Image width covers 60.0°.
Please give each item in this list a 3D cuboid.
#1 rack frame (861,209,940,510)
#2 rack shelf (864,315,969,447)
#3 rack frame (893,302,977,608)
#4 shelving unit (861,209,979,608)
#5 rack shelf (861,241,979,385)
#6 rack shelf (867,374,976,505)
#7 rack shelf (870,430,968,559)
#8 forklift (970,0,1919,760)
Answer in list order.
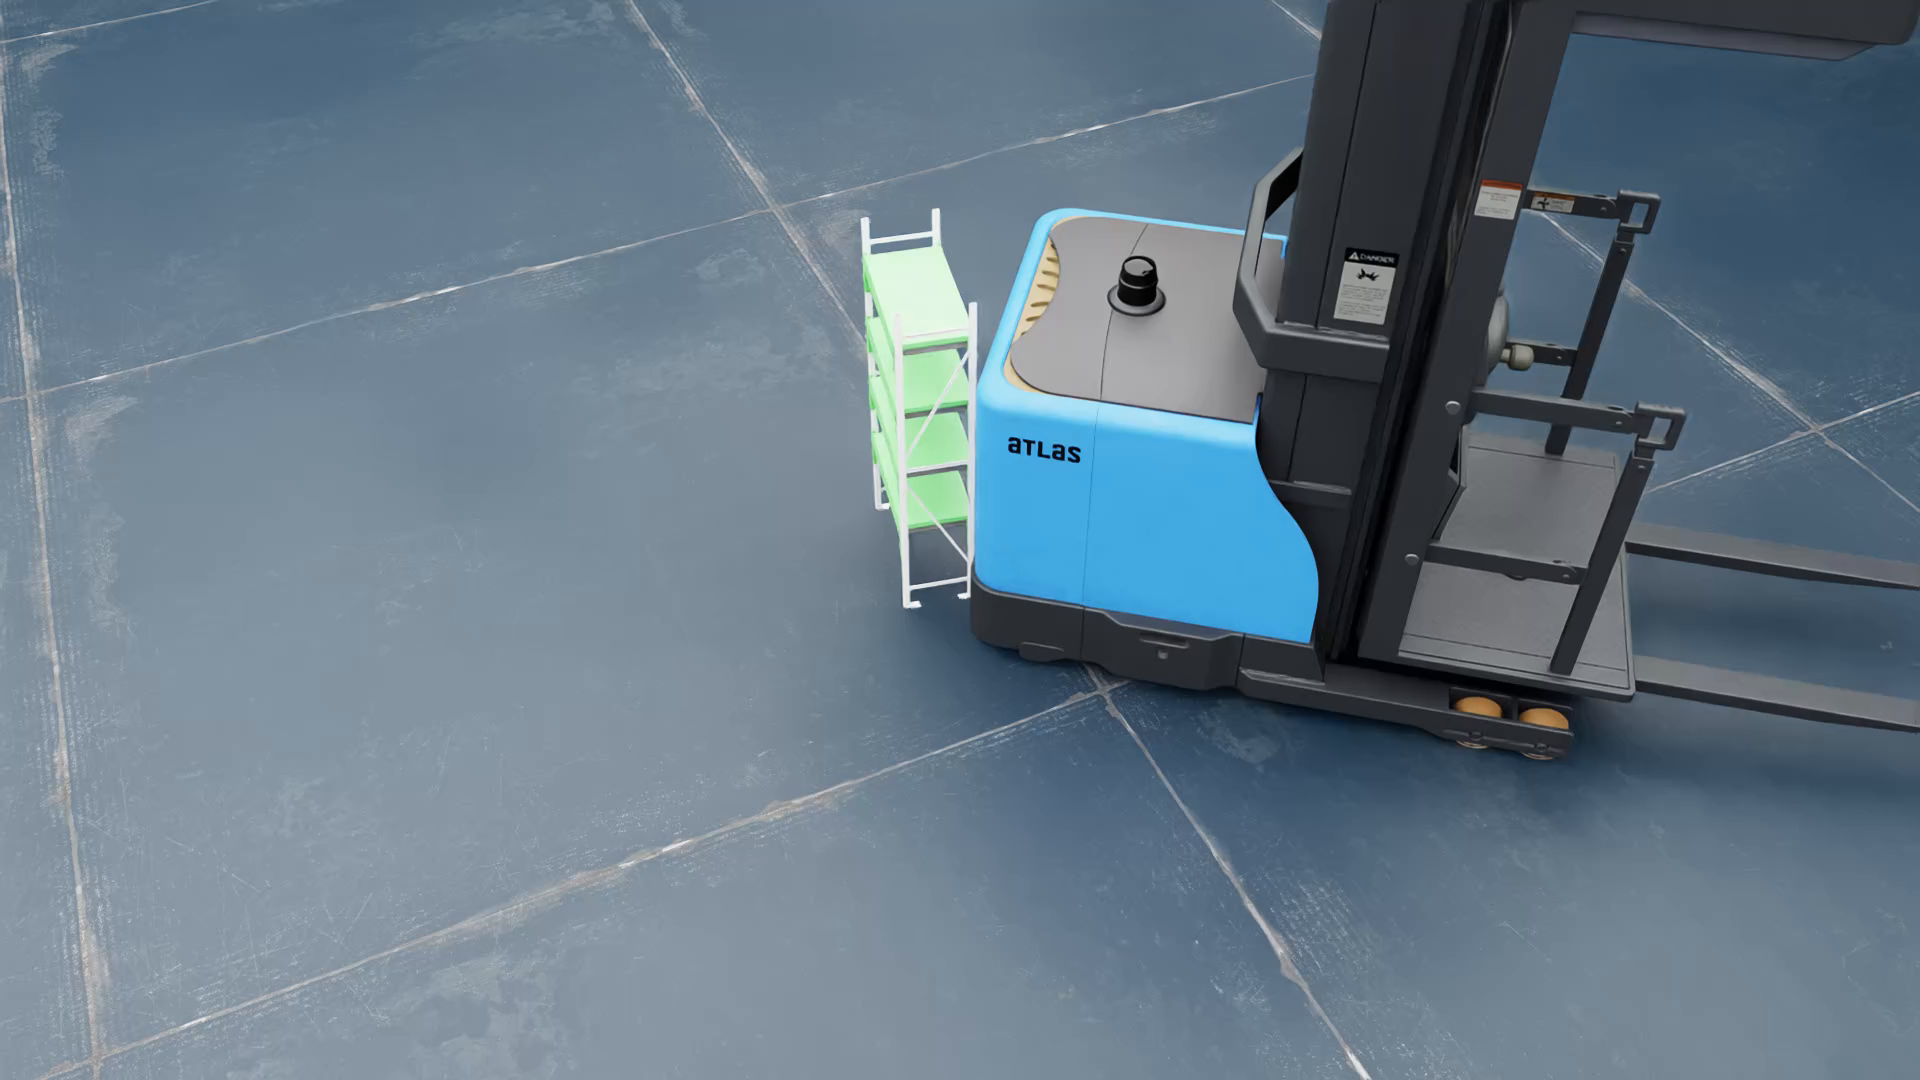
[{"bbox_3d":[-0.180,-0.558,5.462,0.240,1.200,0.015,-9,45,-9],"label":"rack frame"},{"bbox_3d":[-0.125,-0.517,5.169,0.258,0.148,0.480,-9,45,-9],"label":"rack shelf"},{"bbox_3d":[-0.070,-0.224,5.123,0.240,1.200,0.015,-9,45,-9],"label":"rack frame"},{"bbox_3d":[-0.125,-0.391,5.292,0.258,1.200,0.503,-9,45,-9],"label":"shelving unit"},{"bbox_3d":[-0.125,-0.688,5.000,0.258,0.148,0.480,-9,45,-9],"label":"rack shelf"},{"bbox_3d":[-0.125,-0.346,5.337,0.258,0.148,0.480,-9,45,-9],"label":"rack shelf"},{"bbox_3d":[-0.125,-0.175,5.506,0.258,0.148,0.480,-9,45,-9],"label":"rack shelf"},{"bbox_3d":[1.606,-0.787,4.460,3.031,2.935,1.130,9,45,9],"label":"forklift"}]
